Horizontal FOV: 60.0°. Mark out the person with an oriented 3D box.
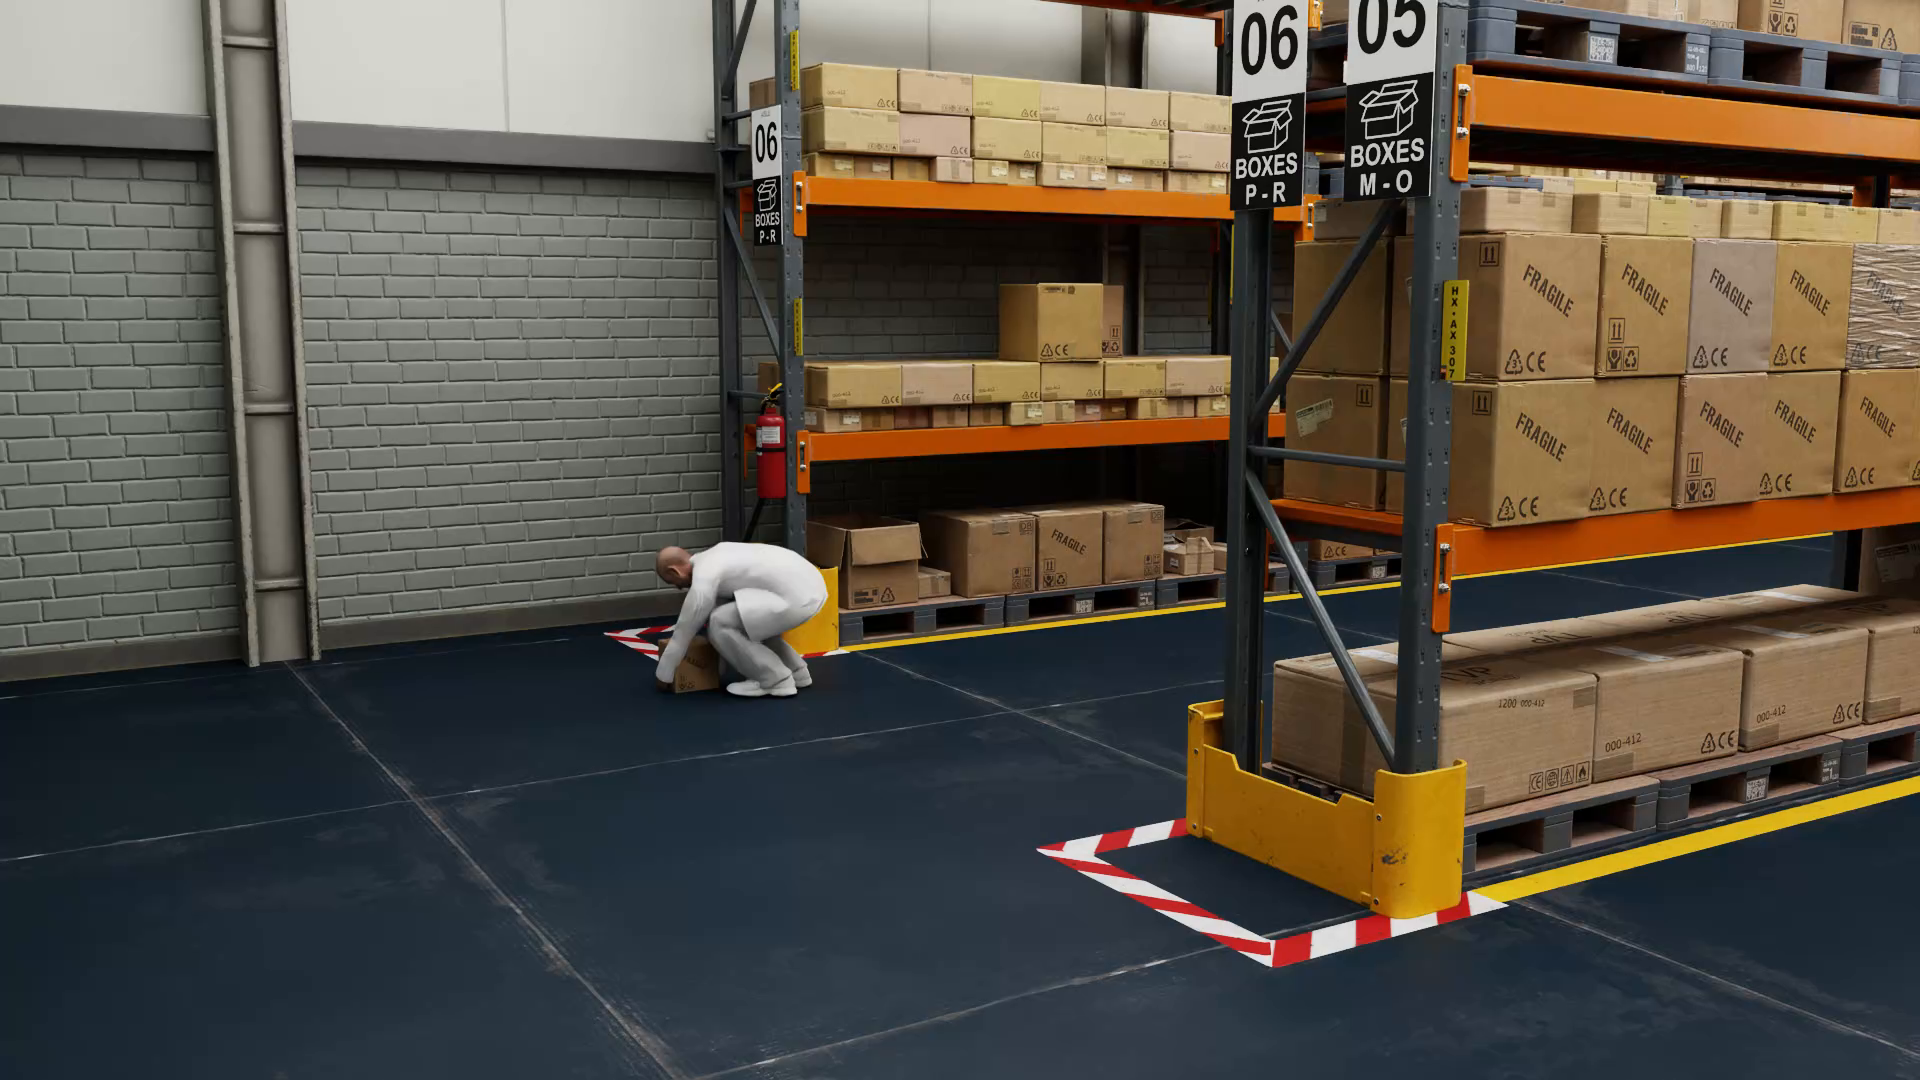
[{"bbox_3d":[-1.184,0.430,8.955,0.958,0.803,0.577,2,8,11],"label":"person"}]
